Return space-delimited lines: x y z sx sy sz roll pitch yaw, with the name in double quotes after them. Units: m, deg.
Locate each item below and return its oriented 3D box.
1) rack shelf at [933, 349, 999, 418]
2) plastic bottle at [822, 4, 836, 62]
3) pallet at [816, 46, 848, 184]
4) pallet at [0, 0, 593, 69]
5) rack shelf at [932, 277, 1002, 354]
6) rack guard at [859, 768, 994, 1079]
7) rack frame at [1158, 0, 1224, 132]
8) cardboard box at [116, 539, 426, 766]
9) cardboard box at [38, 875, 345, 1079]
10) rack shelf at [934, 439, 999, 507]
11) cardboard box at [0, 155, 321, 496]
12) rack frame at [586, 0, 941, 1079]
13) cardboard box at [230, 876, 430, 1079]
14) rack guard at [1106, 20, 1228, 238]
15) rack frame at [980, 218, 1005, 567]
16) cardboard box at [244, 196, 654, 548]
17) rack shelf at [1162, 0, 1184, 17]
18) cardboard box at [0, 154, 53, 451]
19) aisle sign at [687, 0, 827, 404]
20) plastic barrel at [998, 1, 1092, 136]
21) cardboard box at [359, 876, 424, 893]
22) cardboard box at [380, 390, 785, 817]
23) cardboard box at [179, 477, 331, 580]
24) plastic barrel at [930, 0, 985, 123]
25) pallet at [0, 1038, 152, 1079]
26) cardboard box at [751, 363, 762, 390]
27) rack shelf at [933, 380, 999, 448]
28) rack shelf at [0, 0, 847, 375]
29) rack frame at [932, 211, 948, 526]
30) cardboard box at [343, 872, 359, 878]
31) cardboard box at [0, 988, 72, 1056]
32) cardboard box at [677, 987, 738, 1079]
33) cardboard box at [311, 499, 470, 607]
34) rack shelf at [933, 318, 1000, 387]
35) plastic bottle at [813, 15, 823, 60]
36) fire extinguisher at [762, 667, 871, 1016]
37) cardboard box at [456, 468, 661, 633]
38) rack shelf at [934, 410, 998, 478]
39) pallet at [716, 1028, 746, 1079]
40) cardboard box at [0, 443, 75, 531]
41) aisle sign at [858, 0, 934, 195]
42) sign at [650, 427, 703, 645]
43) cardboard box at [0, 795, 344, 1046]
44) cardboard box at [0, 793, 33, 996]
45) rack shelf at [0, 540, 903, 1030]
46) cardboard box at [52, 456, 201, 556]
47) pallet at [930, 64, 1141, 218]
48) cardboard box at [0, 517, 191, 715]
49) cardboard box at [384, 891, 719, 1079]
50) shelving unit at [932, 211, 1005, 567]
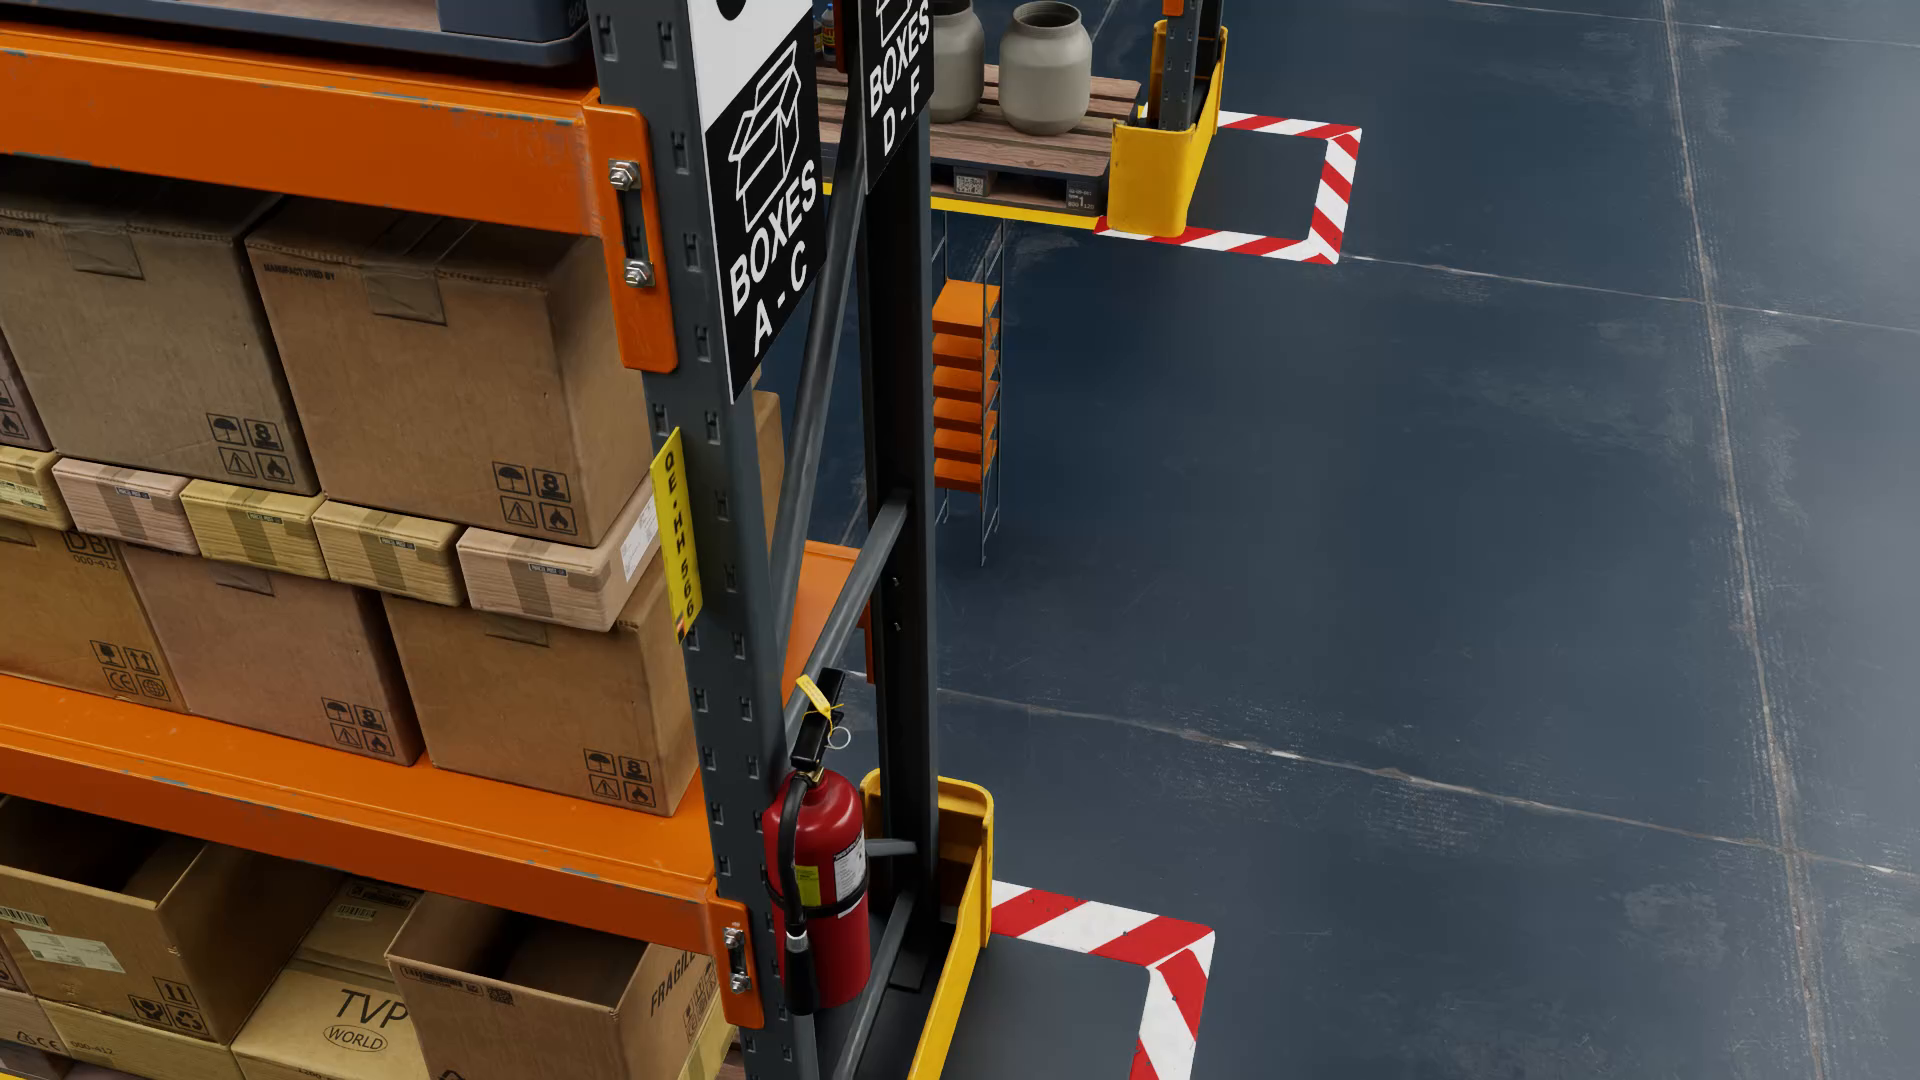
0.014 -0.515 5.313 0.180 0.103 0.258 10 41 11 "rack shelf"
-0.628 -2.499 8.172 0.097 0.271 0.097 0 40 0 "plastic bottle"
-1.001 -2.138 8.132 1.213 0.211 1.003 10 41 11 "pallet"
-0.918 -1.052 2.406 1.213 0.211 1.003 10 41 11 "pallet"
0.014 -0.699 5.158 0.180 0.103 0.258 10 41 11 "rack shelf"
-0.218 1.158 3.983 0.348 0.500 1.175 10 41 11 "rack guard"
1.043 -2.880 6.847 0.127 3.000 1.000 10 41 11 "rack frame"
-1.198 -0.011 3.353 0.500 0.500 0.700 11 41 13 "cardboard box"
-1.805 1.026 4.008 0.500 0.250 0.500 10 41 11 "cardboard box"
0.014 -0.239 5.544 0.180 0.103 0.258 10 41 11 "rack shelf"
-1.250 -0.517 2.946 0.500 0.500 0.700 9 41 10 "cardboard box"
-0.241 0.197 3.183 0.127 3.000 1.000 10 41 11 "rack frame"
-1.322 1.108 3.910 0.500 0.250 0.500 10 41 11 "cardboard box"
0.957 -1.906 7.631 0.348 0.500 1.175 10 41 11 "rack guard"
0.102 -0.442 5.343 0.006 1.200 0.240 10 41 11 "rack frame"
-0.740 -0.433 2.846 0.500 0.500 0.700 10 41 12 "cardboard box"
-0.889 -2.937 7.474 4.000 0.370 1.077 10 41 11 "rack shelf"
-1.737 -0.600 3.046 0.500 0.500 0.700 10 41 12 "cardboard box"
-0.254 -0.605 2.117 0.004 0.787 0.394 10 41 11 "aisle sign"
0.387 -2.150 7.586 0.421 0.512 0.421 0 40 0 "plastic barrel"
-1.186 0.781 4.300 0.500 0.250 0.500 10 41 11 "cardboard box"
-0.689 0.073 3.253 0.500 0.500 0.700 10 41 11 "cardboard box"
-1.160 -0.120 2.979 0.250 0.149 0.380 9 41 11 "cardboard box"
-0.097 -2.233 7.685 0.421 0.512 0.421 0 40 0 "plastic barrel"
-2.166 0.959 4.444 1.213 0.211 1.003 10 41 11 "pallet"
-0.565 -0.289 3.180 0.250 0.149 0.380 9 41 11 "cardboard box"
0.014 -0.423 5.390 0.180 0.103 0.258 10 41 11 "rack shelf"
-2.173 -1.009 2.846 4.000 0.370 1.077 10 41 11 "rack shelf"
-0.074 -0.472 5.379 0.006 1.200 0.240 10 41 11 "rack frame"
-1.669 0.697 4.399 0.500 0.250 0.500 10 41 11 "cardboard box"
-2.288 0.941 4.108 0.500 0.250 0.500 10 41 11 "cardboard box"
-0.836 1.183 3.820 0.500 0.250 0.500 10 41 11 "cardboard box"
-0.913 -0.078 2.928 0.250 0.149 0.380 11 41 13 "cardboard box"
0.014 -0.607 5.236 0.180 0.103 0.258 10 41 11 "rack shelf"
-0.728 -2.489 8.215 0.097 0.201 0.097 0 40 0 "plastic bottle"
-0.247 0.535 2.841 0.183 0.674 0.296 10 41 11 "fire extinguisher"
-0.660 -0.035 2.877 0.250 0.149 0.380 9 41 11 "cardboard box"
0.014 -0.331 5.467 0.180 0.103 0.258 10 41 11 "rack shelf"
-0.991 1.163 4.201 1.213 0.211 1.003 10 41 11 "pallet"
-1.656 -0.207 3.082 0.250 0.149 0.380 11 41 13 "cardboard box"
-0.099 -0.978 2.561 0.004 0.787 0.394 10 41 11 "aisle sign"
-0.395 -0.003 2.336 0.005 0.325 0.100 10 41 11 "sign"
-1.806 0.740 3.765 0.500 0.500 0.500 10 41 11 "cardboard box"
-2.289 0.656 3.864 0.500 0.500 0.500 10 41 11 "cardboard box"
-2.173 0.140 3.811 4.000 0.370 1.077 10 41 11 "rack shelf"
-1.402 -0.163 3.030 0.250 0.149 0.380 10 41 12 "cardboard box"
0.174 -1.934 7.889 1.213 0.211 1.003 10 41 11 "pallet"
-1.676 -0.098 3.456 0.500 0.500 0.700 10 41 12 "cardboard box"
-0.836 0.897 3.577 0.500 0.500 0.500 10 41 11 "cardboard box"
0.014 -0.457 5.361 0.189 1.200 0.258 10 41 11 "shelving unit"
